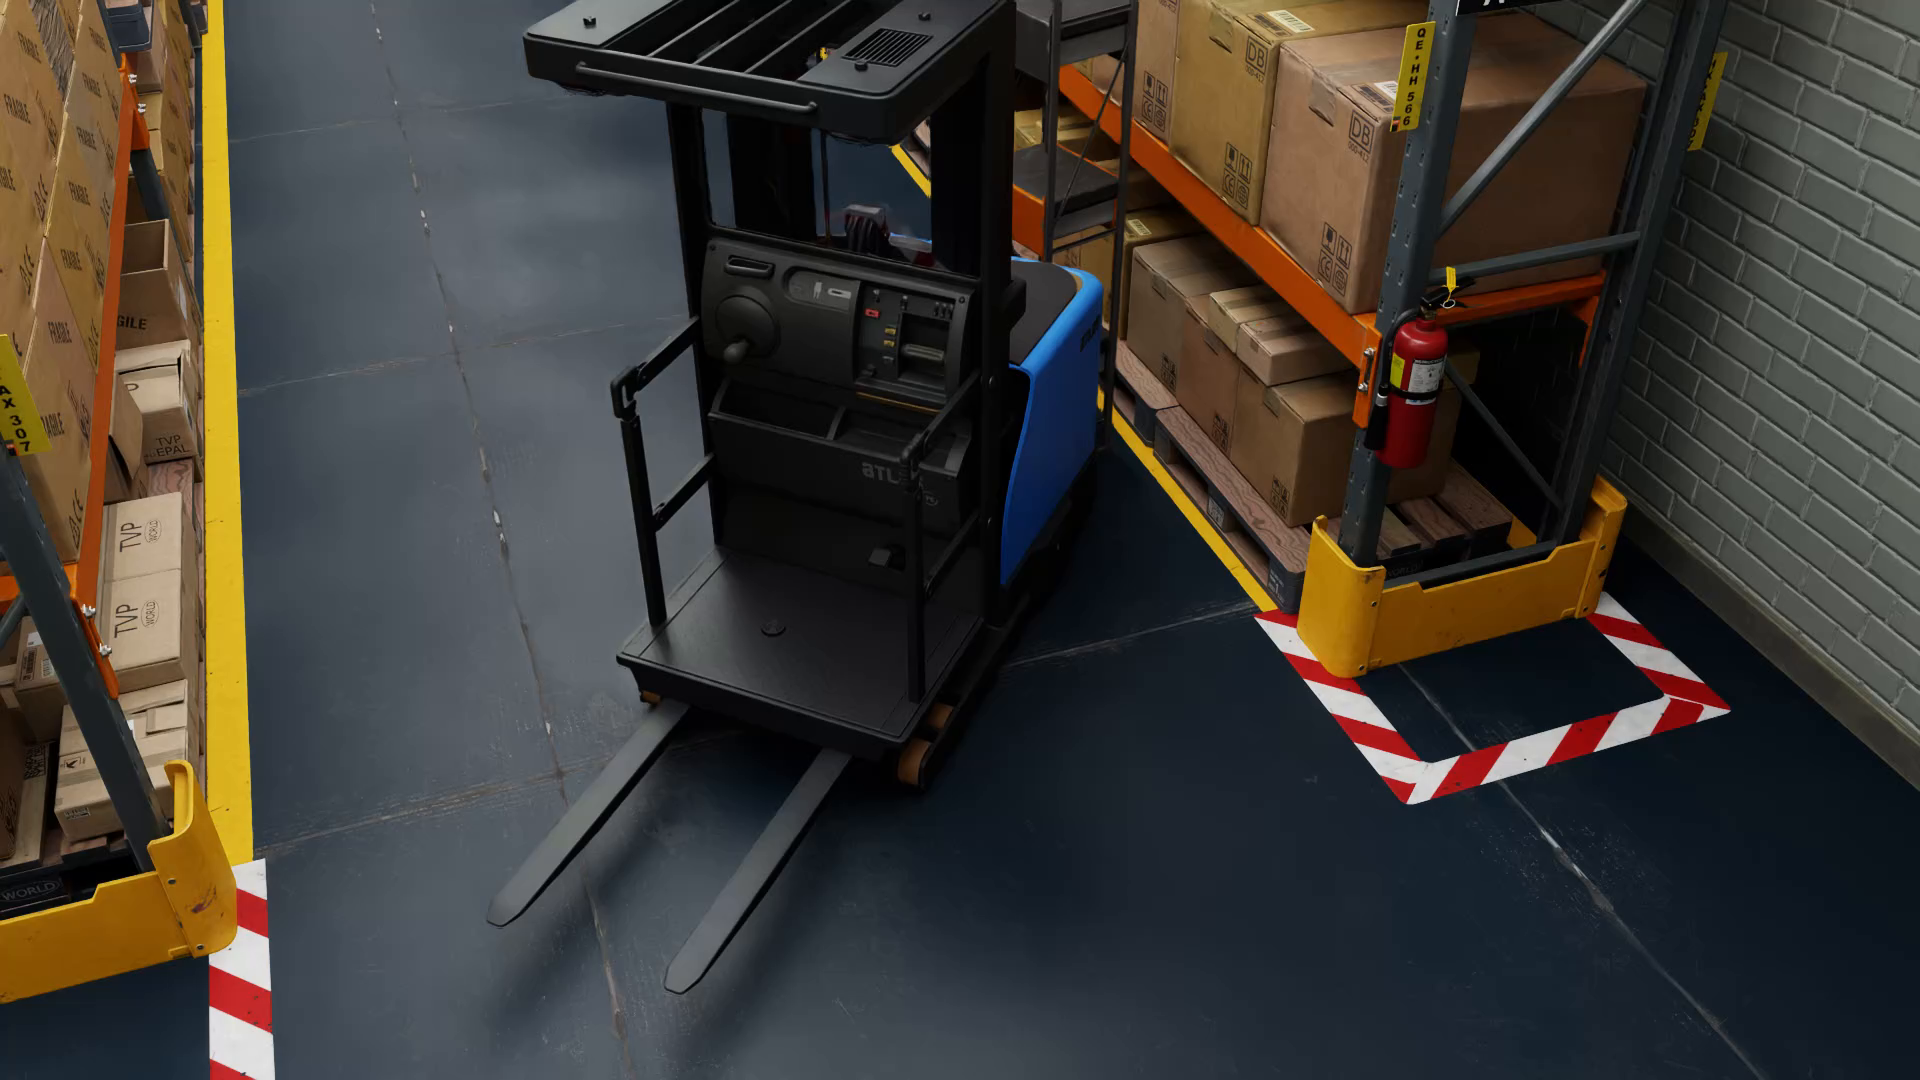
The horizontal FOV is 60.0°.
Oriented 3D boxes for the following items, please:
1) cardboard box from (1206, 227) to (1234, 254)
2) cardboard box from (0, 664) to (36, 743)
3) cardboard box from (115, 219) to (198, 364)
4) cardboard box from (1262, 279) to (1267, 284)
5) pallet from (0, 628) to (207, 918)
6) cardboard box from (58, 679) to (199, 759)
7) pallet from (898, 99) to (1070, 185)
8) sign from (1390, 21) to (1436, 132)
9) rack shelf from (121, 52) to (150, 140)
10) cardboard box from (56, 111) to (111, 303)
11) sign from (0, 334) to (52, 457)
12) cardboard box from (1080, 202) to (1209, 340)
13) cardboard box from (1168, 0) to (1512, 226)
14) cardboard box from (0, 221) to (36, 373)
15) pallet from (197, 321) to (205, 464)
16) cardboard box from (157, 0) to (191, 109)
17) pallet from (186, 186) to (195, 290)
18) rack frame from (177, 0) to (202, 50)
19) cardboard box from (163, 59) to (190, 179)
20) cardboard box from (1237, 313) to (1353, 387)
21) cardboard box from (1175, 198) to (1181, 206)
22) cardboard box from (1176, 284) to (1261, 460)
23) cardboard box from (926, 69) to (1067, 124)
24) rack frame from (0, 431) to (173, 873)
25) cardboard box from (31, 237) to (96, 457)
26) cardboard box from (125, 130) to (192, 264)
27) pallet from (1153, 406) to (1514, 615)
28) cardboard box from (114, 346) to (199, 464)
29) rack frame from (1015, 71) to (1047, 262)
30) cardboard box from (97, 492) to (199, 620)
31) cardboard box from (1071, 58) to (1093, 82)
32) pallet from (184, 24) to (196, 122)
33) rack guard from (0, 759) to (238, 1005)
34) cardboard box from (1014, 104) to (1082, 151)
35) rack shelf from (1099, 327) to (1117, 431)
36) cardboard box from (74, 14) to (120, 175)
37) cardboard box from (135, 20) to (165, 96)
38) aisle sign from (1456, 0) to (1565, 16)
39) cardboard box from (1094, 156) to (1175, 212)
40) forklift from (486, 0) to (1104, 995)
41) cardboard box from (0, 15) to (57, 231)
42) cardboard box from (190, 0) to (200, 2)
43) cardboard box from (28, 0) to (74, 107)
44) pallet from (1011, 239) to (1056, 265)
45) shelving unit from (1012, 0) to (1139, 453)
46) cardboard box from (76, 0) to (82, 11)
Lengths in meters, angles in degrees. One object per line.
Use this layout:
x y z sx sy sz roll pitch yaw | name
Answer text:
1.312 -1.402 7.307 0.380 0.149 0.250 -12 39 -15 | cardboard box
-3.269 0.568 5.492 0.380 0.166 0.250 -12 39 -16 | cardboard box
-3.710 -1.058 7.374 0.500 0.500 0.500 -12 39 -16 | cardboard box
1.489 -1.113 6.925 0.380 0.149 0.250 -12 39 -16 | cardboard box
-3.098 0.736 5.597 1.003 0.211 1.213 -12 39 -16 | pallet
-2.704 0.623 5.419 0.380 0.166 0.250 -12 39 -16 | cardboard box
0.141 -2.478 9.865 1.003 0.211 1.213 -12 39 -16 | pallet
1.339 -1.365 4.909 0.100 0.325 0.005 -12 39 -16 | sign
-4.861 -2.986 8.820 1.077 0.370 4.000 -12 39 -16 | rack shelf
-3.224 -1.087 5.617 0.500 0.500 0.500 -12 39 -15 | cardboard box
-2.287 -0.343 3.992 0.100 0.325 0.005 -12 39 -16 | sign
0.983 -1.322 7.741 0.700 0.500 0.500 -12 39 -15 | cardboard box
1.408 -1.727 6.300 0.980 0.700 0.700 -13 39 -16 | cardboard box
-2.701 -0.629 4.178 0.500 0.500 0.500 -11 38 -15 | cardboard box
-3.937 -0.642 7.427 1.003 0.211 1.213 -12 39 -16 | pallet
-4.829 -2.809 9.698 0.500 0.500 0.500 -14 39 -18 | cardboard box
-4.488 -1.482 8.542 1.003 0.211 1.213 -12 39 -16 | pallet
-5.549 -4.404 10.103 1.000 3.000 0.127 -12 39 -16 | rack frame
-4.469 -2.228 8.927 0.500 0.500 0.500 -12 39 -15 | cardboard box
1.304 -0.750 6.442 0.380 0.149 0.250 -13 39 -16 | cardboard box
1.135 -1.691 7.691 0.380 0.149 0.250 -12 39 -15 | cardboard box
1.347 -0.739 6.966 0.700 0.500 0.500 -13 39 -16 | cardboard box
0.131 -2.821 9.440 0.750 0.750 0.750 -12 39 -15 | cardboard box
-2.796 0.116 4.103 1.000 3.000 0.127 -12 39 -16 | rack frame
-2.884 -0.520 4.864 0.500 0.500 0.500 -13 39 -16 | cardboard box
-4.110 -1.645 8.153 0.500 0.500 0.500 -14 39 -18 | cardboard box
1.505 -0.234 6.885 1.003 0.211 1.213 -12 39 -16 | pallet
-3.452 -0.559 6.868 0.500 0.311 0.500 -12 39 -16 | cardboard box
0.205 -1.415 6.883 0.400 2.100 0.015 -24 43 -28 | rack frame
-3.061 0.107 6.034 0.500 0.250 0.500 -12 39 -16 | cardboard box
0.895 -2.568 7.417 0.980 0.700 0.700 -13 39 -17 | cardboard box
-5.328 -2.860 10.372 1.003 0.211 1.213 -12 39 -16 | pallet
-2.822 1.071 4.912 1.175 0.500 0.348 -12 39 -16 | rack guard
0.638 -1.897 8.504 0.700 0.500 0.500 -12 39 -15 | cardboard box
0.348 -0.726 7.155 0.431 0.518 0.480 -24 43 -28 | rack shelf
-3.581 -1.664 6.383 0.500 0.500 0.500 -11 38 -15 | cardboard box
-4.455 -2.509 8.677 0.500 0.250 0.500 -12 39 -16 | cardboard box
1.597 -1.848 4.549 0.394 0.787 0.004 -12 39 -16 | aisle sign
0.765 -1.630 7.611 0.380 0.149 0.250 -14 39 -17 | cardboard box
-0.490 -0.629 5.149 1.130 2.935 3.031 15 39 18 | forklift
-3.056 -1.206 4.944 0.500 0.500 0.500 -12 39 -15 | cardboard box
-5.454 -3.830 11.278 0.500 0.250 0.500 -13 39 -16 | cardboard box
-3.404 -1.778 5.703 0.500 0.500 0.500 -12 39 -16 | cardboard box
0.665 -1.612 8.715 1.003 0.211 1.213 -12 39 -16 | pallet
0.348 -1.296 6.725 0.431 2.100 0.503 -24 43 -28 | shelving unit
-3.756 -2.351 6.464 0.500 0.500 0.500 -12 39 -16 | cardboard box
